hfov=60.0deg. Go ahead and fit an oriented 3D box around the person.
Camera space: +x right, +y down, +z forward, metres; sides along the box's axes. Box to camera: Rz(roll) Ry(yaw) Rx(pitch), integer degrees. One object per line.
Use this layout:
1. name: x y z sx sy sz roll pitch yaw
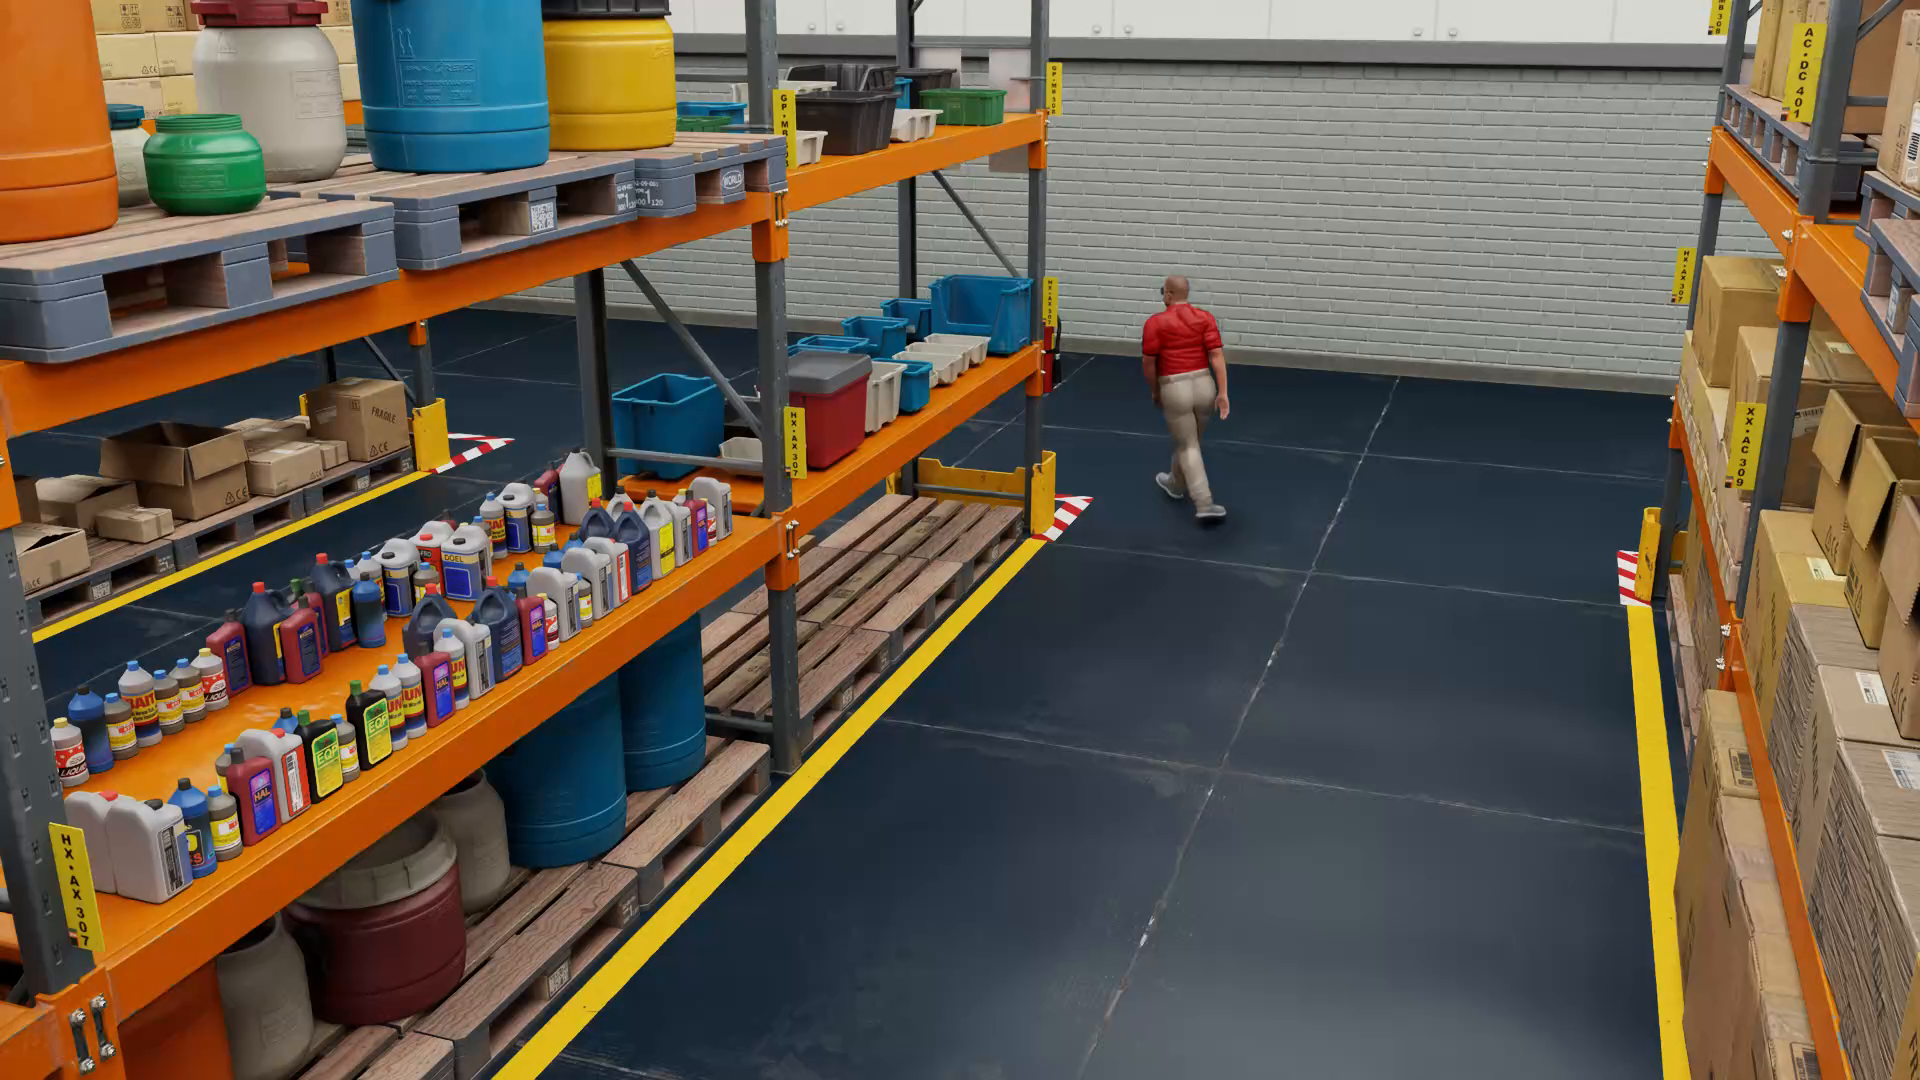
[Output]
1. person: 1.534 -1.029 11.688 0.555 1.664 0.957 -5 19 -14
